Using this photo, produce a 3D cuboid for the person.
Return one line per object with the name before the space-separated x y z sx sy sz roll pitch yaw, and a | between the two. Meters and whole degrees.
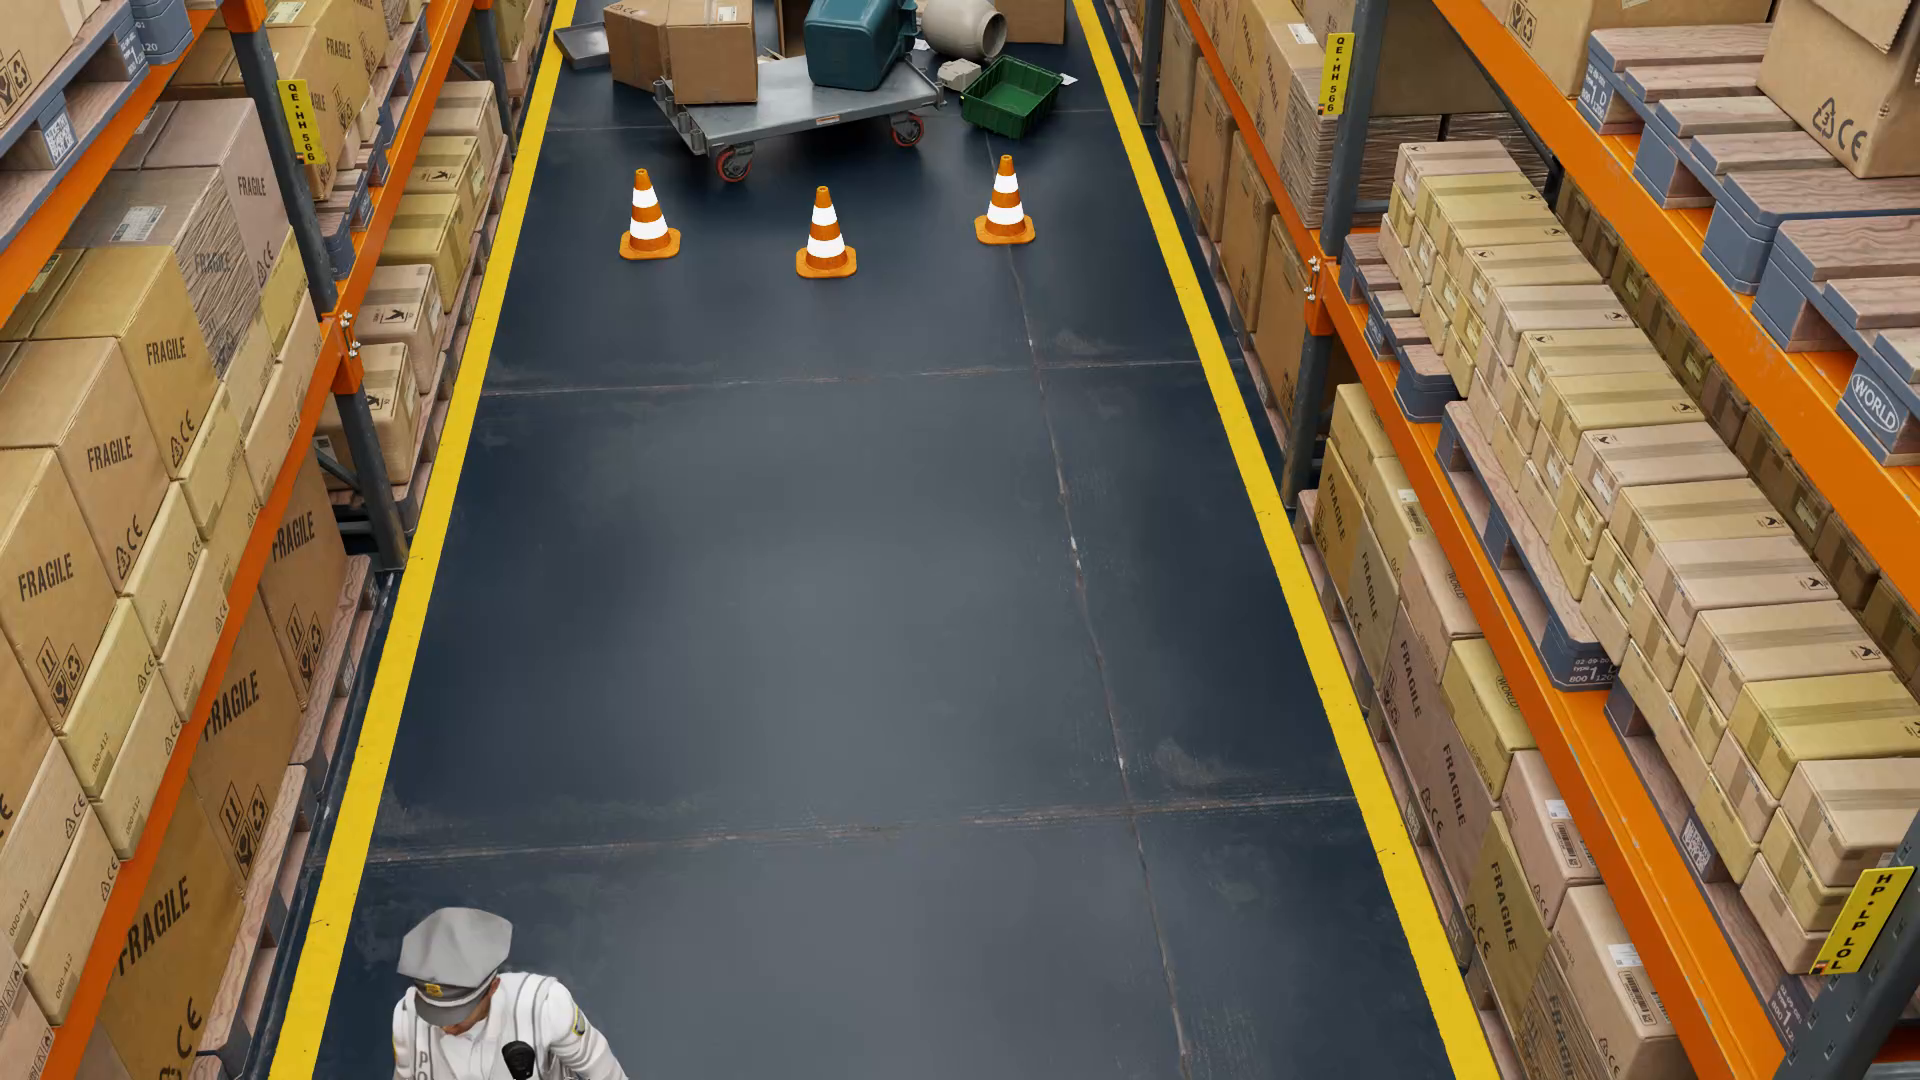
person | -1.144 1.567 4.236 0.549 1.640 0.880 1 39 1
